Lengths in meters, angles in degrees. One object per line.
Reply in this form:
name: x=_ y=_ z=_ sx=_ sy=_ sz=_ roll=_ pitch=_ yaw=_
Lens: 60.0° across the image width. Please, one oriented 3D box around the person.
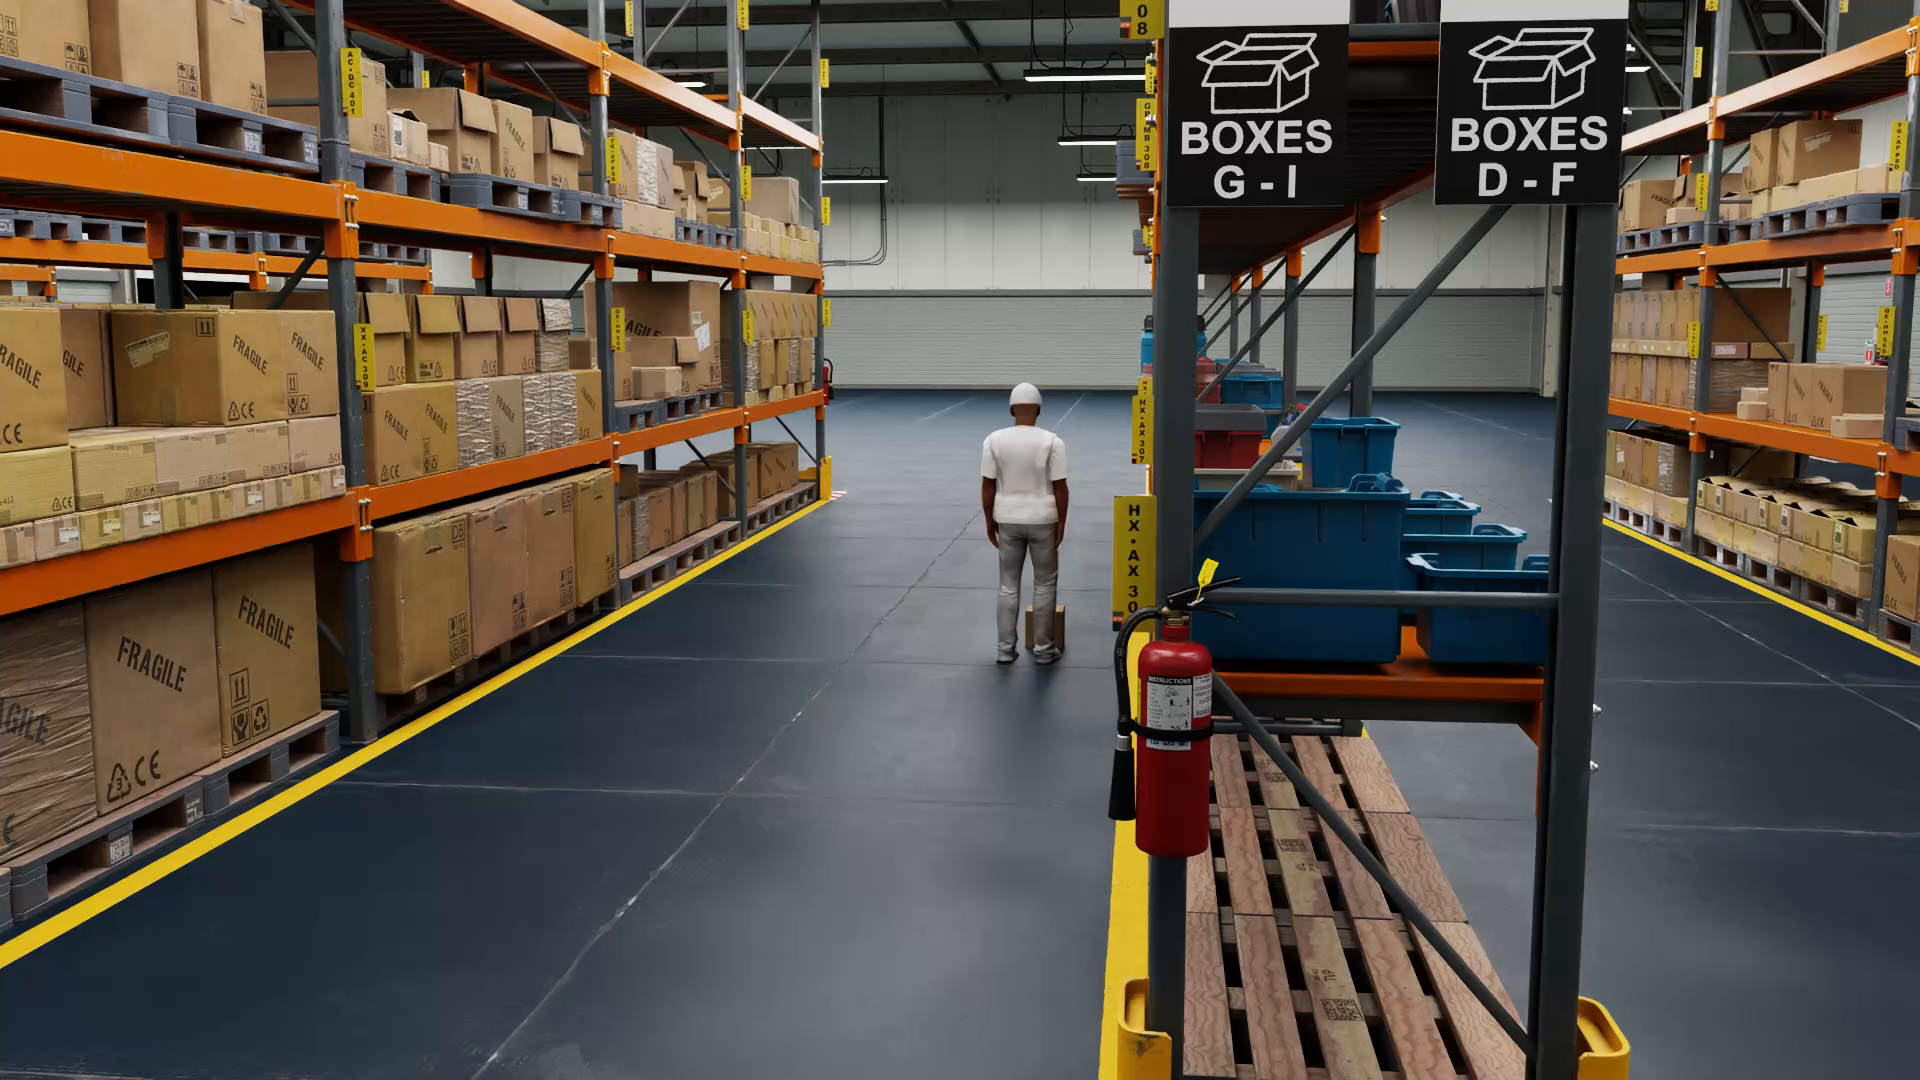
person: x=0.416 y=-0.101 z=10.528 sx=0.565 sy=1.778 sz=0.361 roll=2 pitch=8 yaw=17
